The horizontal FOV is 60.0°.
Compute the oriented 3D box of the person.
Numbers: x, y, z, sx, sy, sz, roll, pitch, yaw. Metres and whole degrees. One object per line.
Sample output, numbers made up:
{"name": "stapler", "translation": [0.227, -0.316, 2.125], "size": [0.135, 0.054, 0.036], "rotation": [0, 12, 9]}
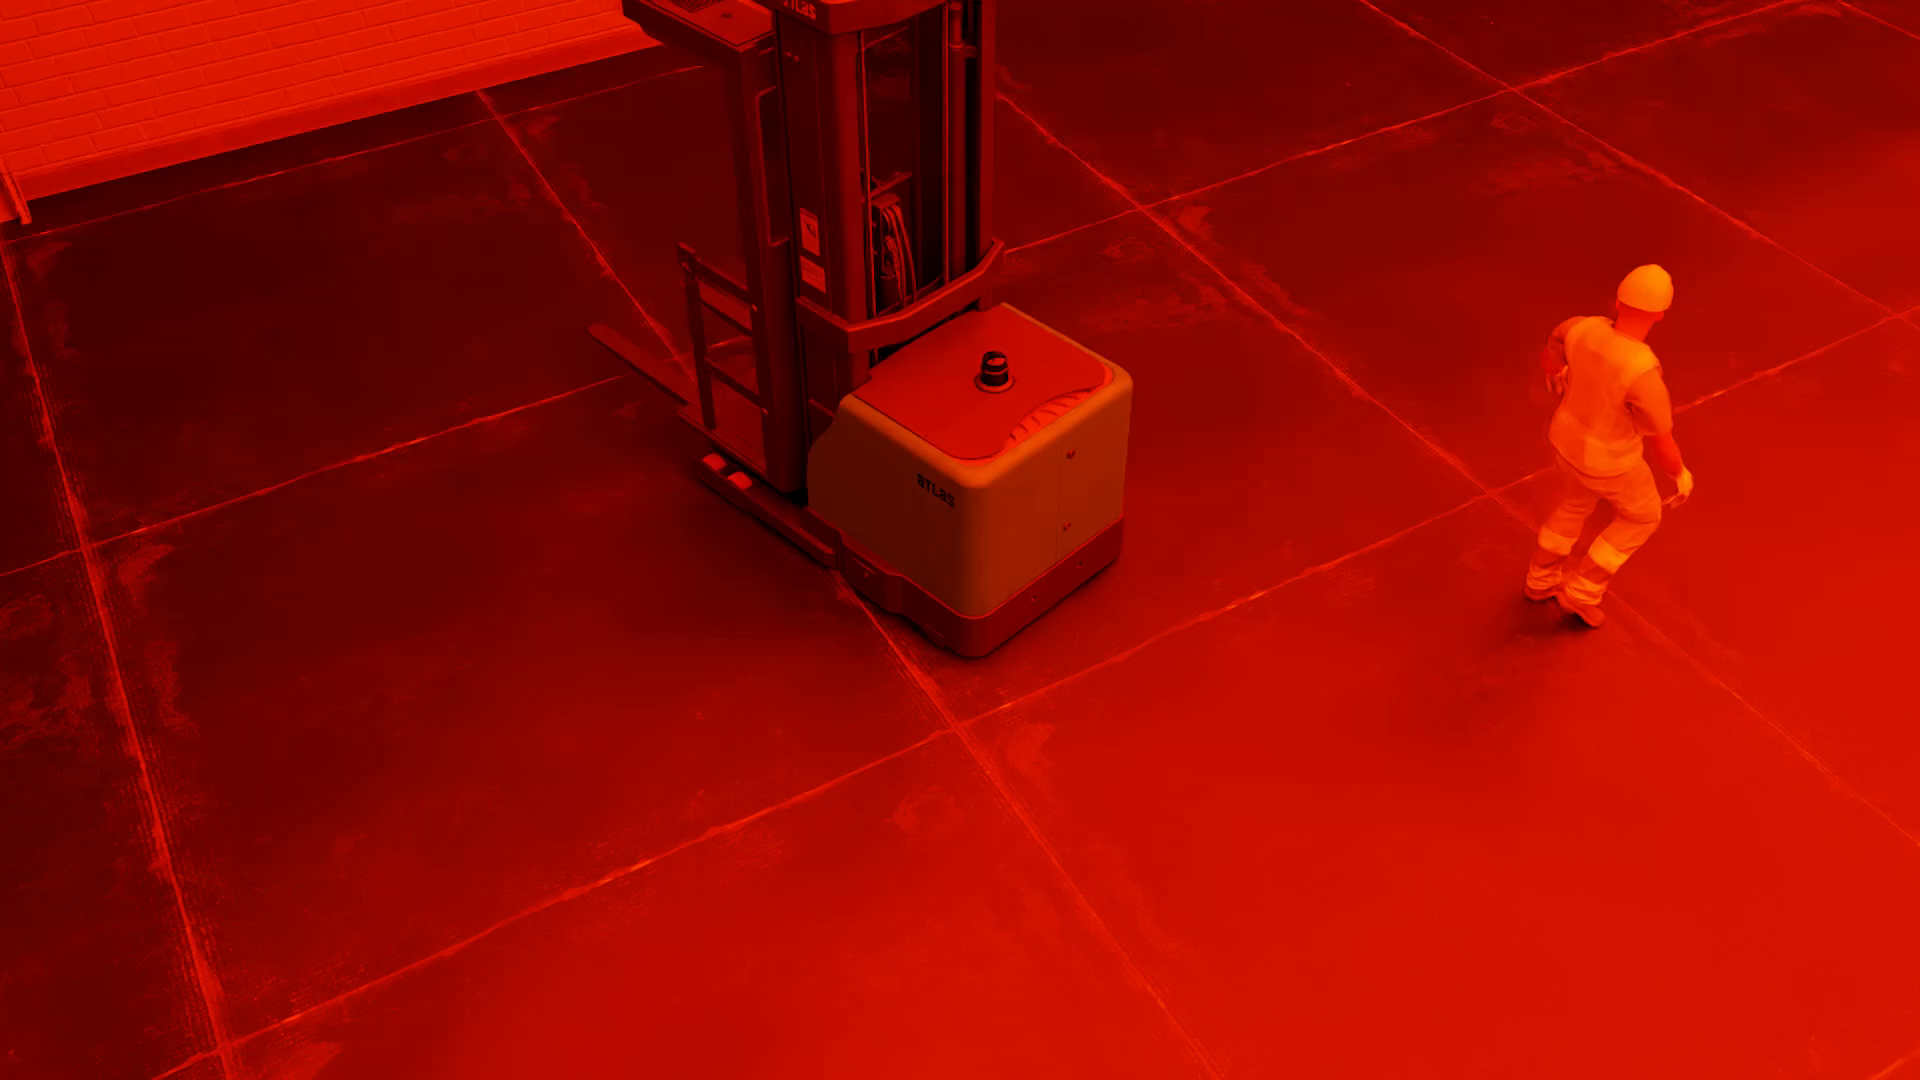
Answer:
{"name": "person", "translation": [2.701, -0.416, 7.023], "size": [0.483, 1.773, 0.838], "rotation": [-14, 45, -14]}

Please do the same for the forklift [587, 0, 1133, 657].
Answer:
{"name": "forklift", "translation": [-0.650, -1.462, 7.274], "size": [3.031, 2.935, 1.130], "rotation": [34, 53, 31]}
